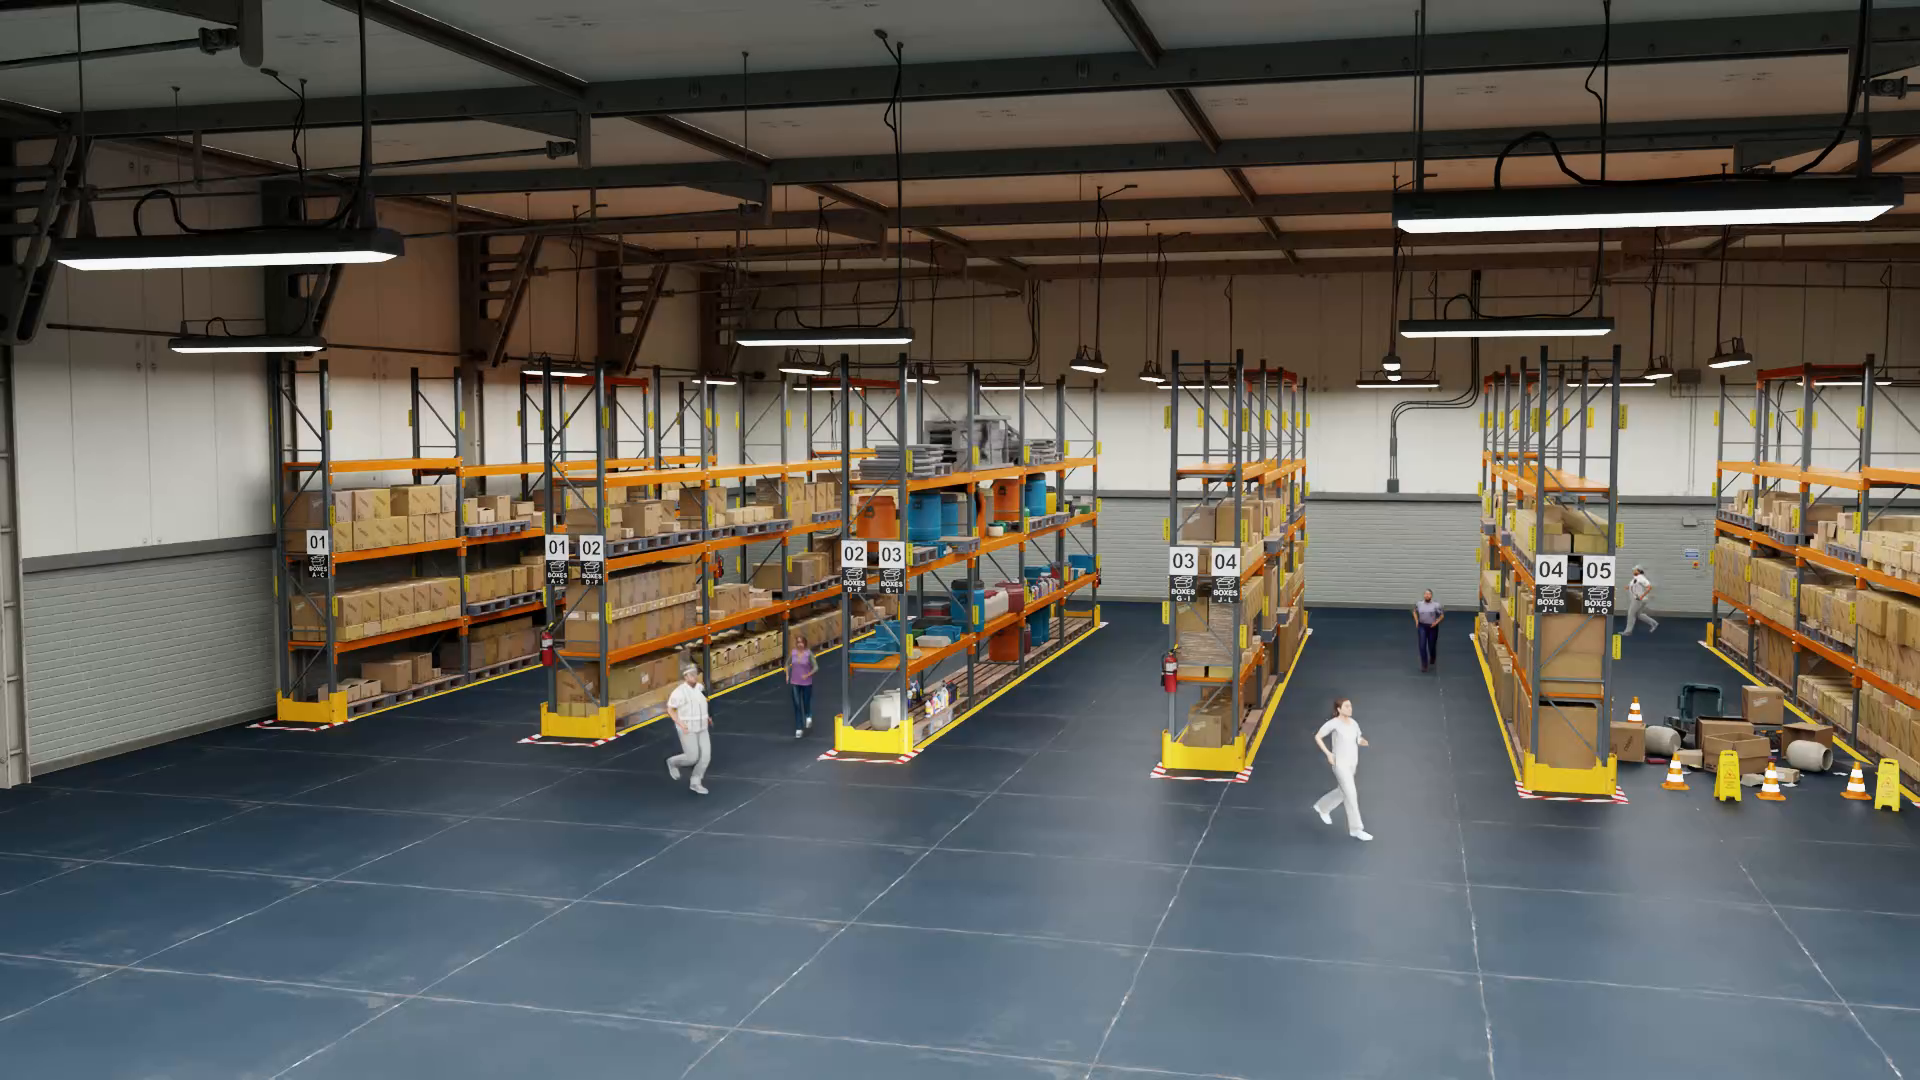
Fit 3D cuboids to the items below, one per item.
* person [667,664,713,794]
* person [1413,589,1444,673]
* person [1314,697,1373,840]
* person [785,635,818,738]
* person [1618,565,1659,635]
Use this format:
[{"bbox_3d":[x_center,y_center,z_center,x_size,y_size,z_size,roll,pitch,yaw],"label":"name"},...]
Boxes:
[{"bbox_3d":[-3.646,2.530,22.493,0.657,1.749,0.671,4,5,41],"label":"person"},{"bbox_3d":[9.388,1.797,33.366,0.615,1.644,0.802,2,4,20],"label":"person"},{"bbox_3d":[4.610,2.705,20.019,0.565,1.653,0.970,-3,5,-36],"label":"person"},{"bbox_3d":[-2.525,2.302,26.458,0.553,1.594,0.767,0,4,4],"label":"person"},{"bbox_3d":[15.727,1.393,38.460,0.898,1.641,0.613,1,4,13],"label":"person"}]
